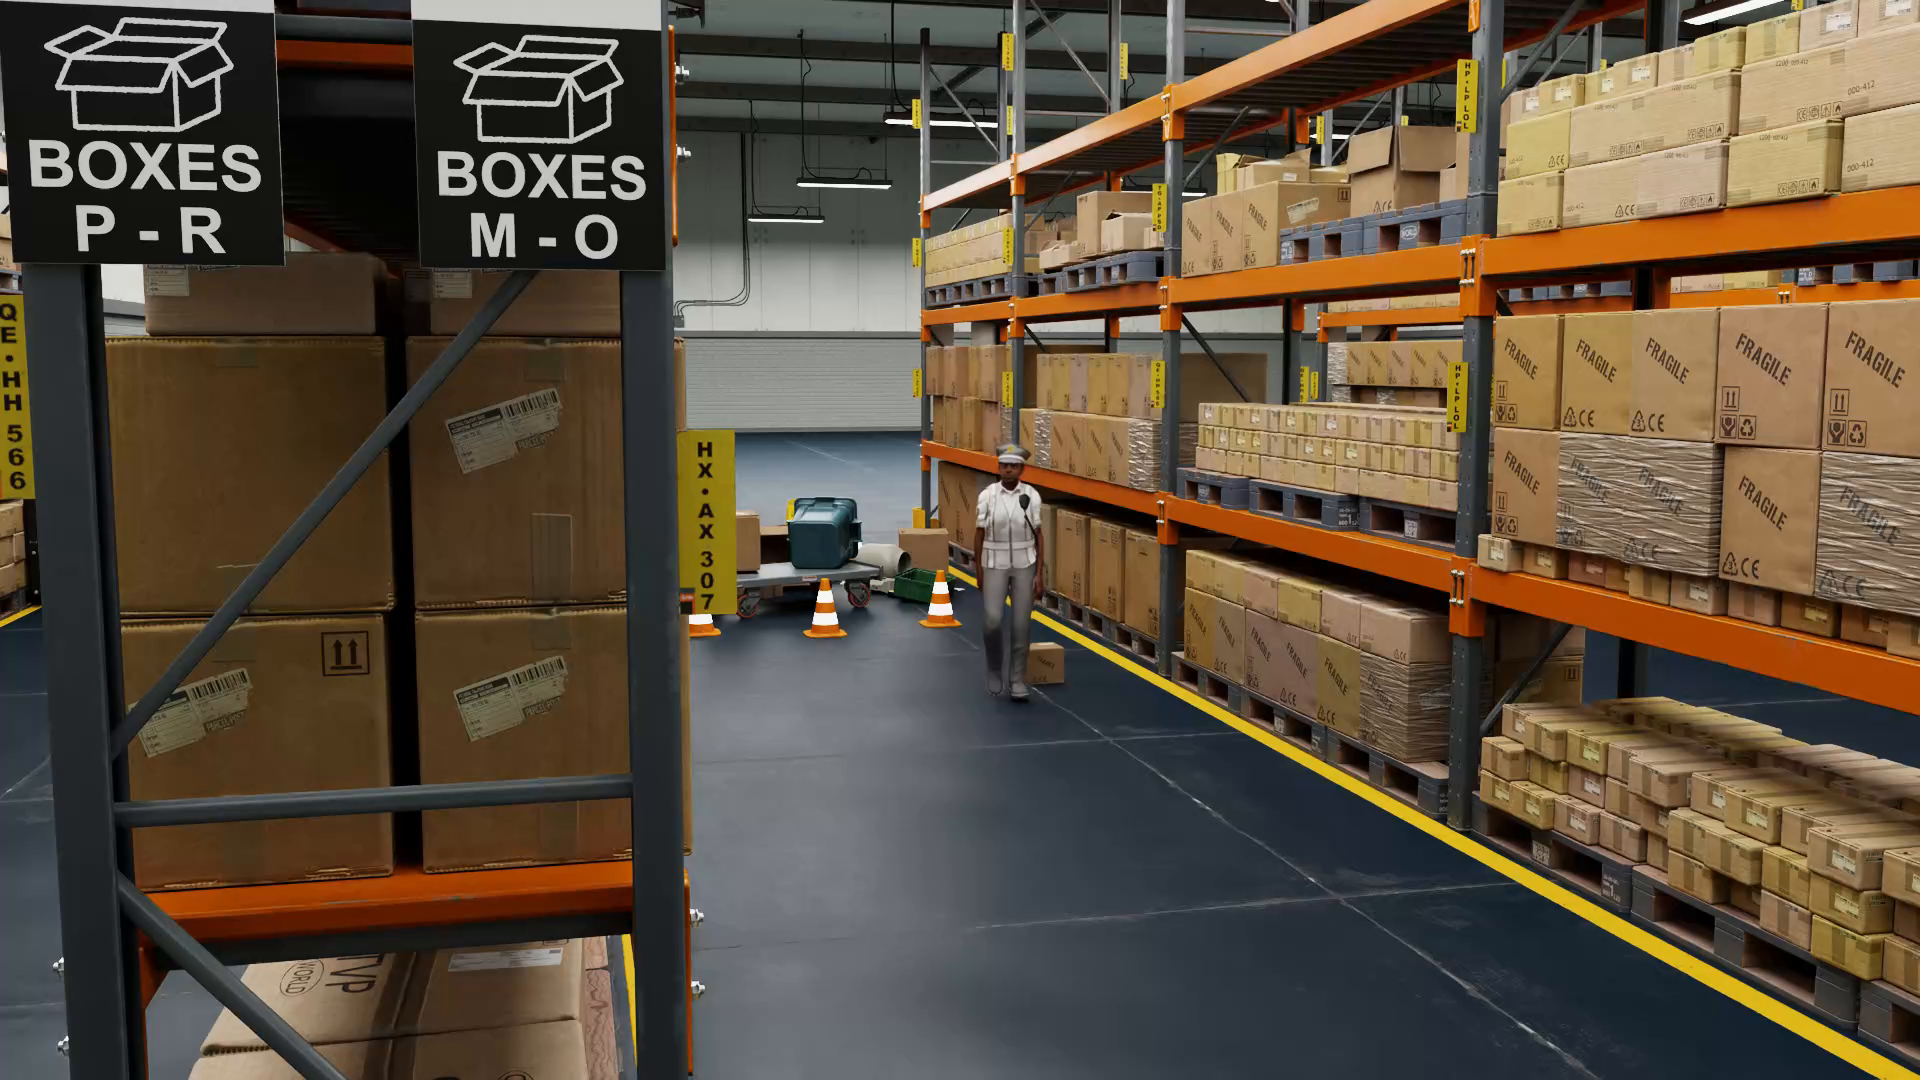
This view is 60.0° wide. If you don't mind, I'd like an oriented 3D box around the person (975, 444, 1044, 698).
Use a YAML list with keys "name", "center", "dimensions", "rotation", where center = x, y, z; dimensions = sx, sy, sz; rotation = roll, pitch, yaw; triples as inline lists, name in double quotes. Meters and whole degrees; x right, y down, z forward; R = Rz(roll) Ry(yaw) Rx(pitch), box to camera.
- name: "person"
  center: [0.326, 0.210, 10.987]
  dimensions: [0.453, 1.698, 0.437]
  rotation: [0, 6, -2]
